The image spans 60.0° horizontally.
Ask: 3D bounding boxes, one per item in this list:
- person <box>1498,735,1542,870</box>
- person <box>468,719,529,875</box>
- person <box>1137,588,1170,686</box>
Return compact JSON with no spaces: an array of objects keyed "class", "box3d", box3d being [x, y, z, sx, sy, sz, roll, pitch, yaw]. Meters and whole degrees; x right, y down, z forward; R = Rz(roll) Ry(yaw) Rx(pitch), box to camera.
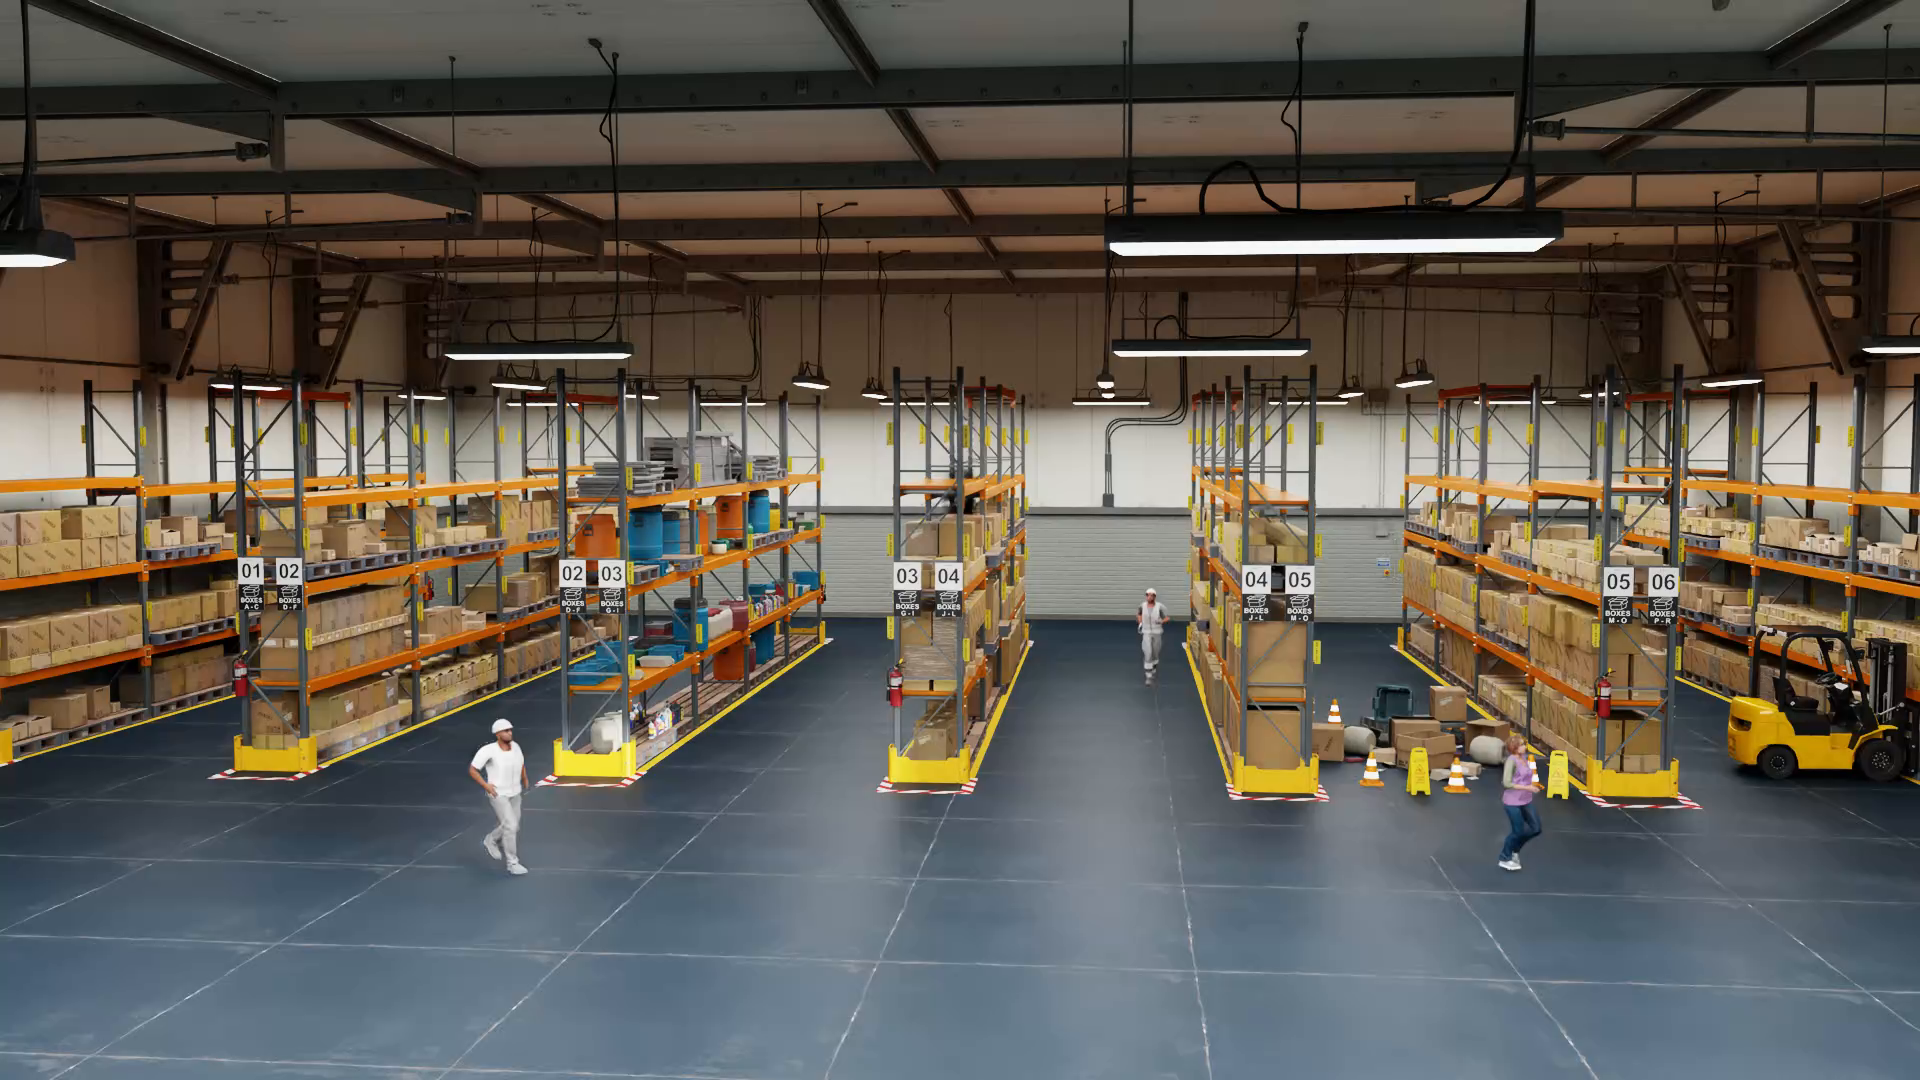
[{"class":"person","box3d":[6.450,3.023,19.080,0.522,1.559,0.555,-3,5,-41]},{"class":"person","box3d":[-5.282,2.937,19.180,0.785,1.756,0.714,2,4,33]},{"class":"person","box3d":[3.687,1.830,31.821,0.615,1.815,0.872,1,4,10]}]
